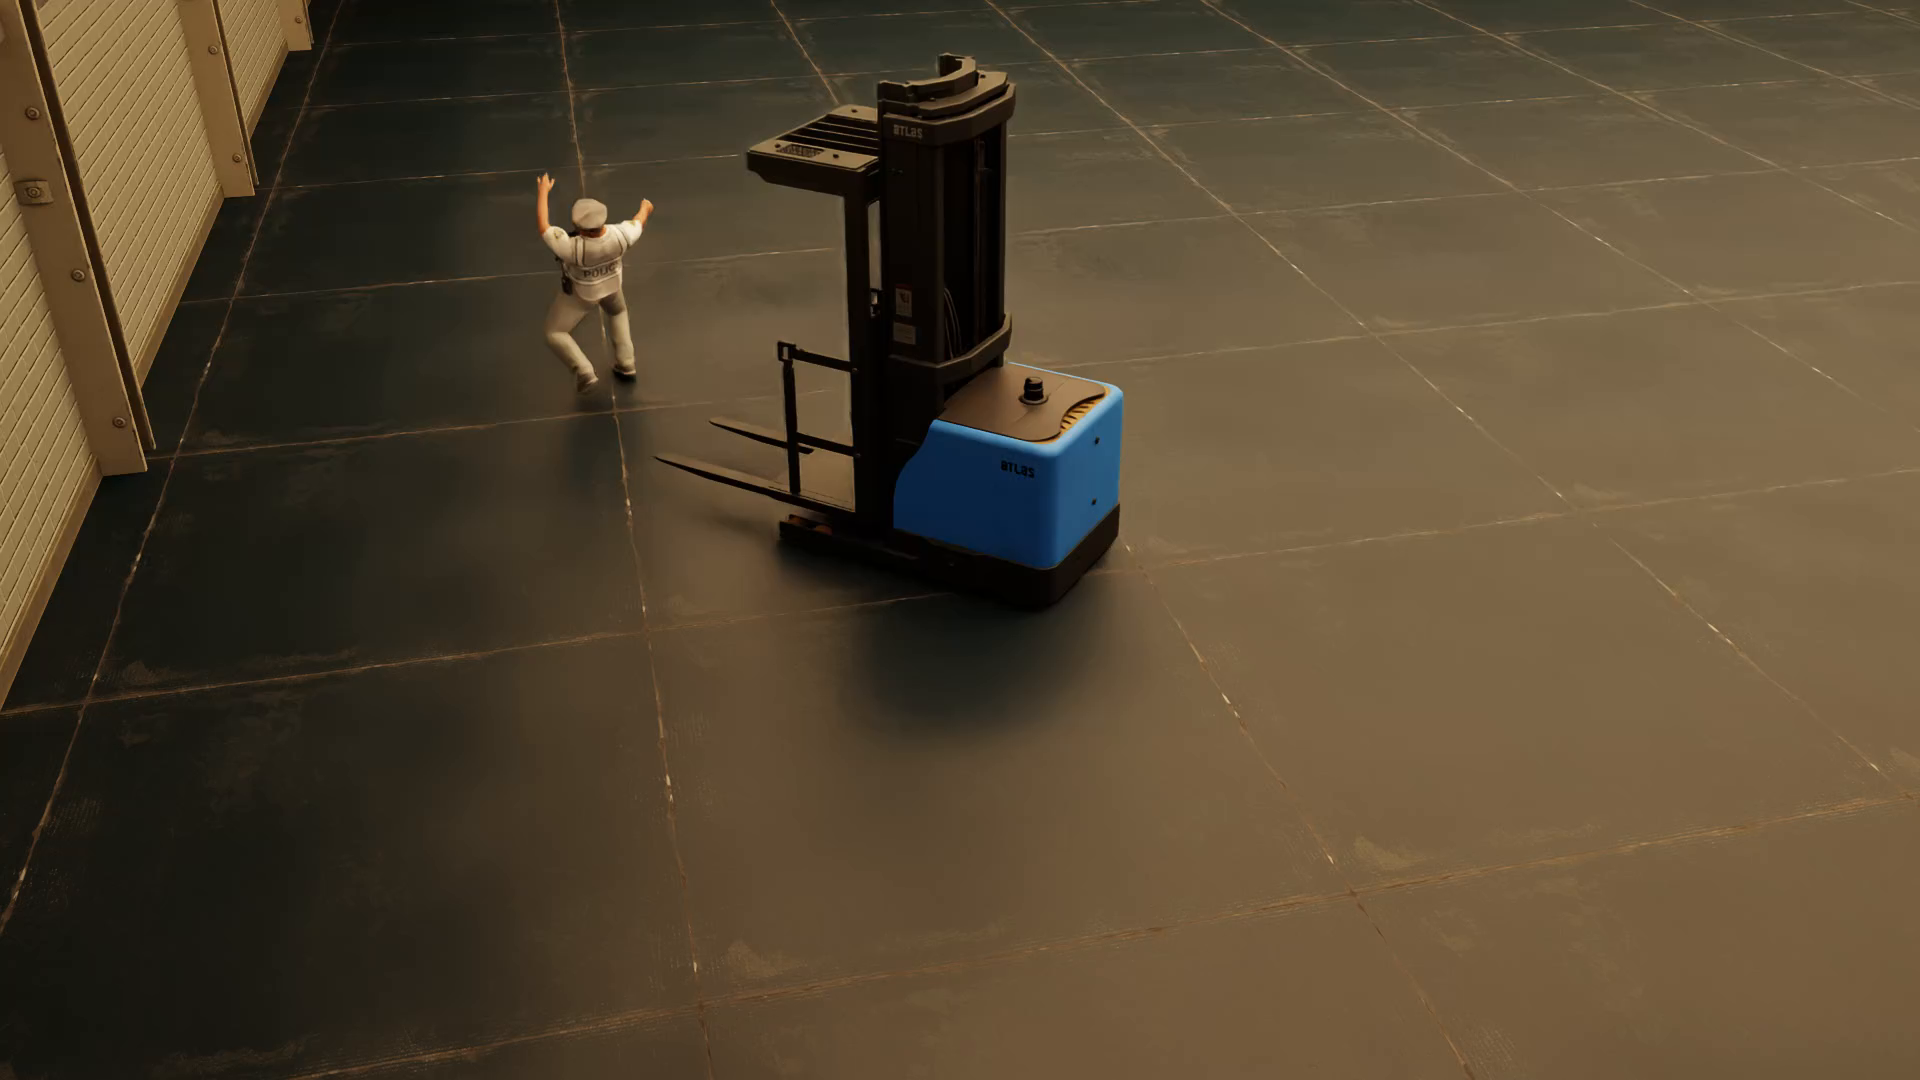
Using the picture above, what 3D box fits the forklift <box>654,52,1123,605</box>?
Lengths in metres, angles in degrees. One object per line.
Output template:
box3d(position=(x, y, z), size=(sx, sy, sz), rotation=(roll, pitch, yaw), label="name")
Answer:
box3d(position=(-0.547, -1.408, 10.007), size=(3.031, 2.935, 1.130), rotation=(16, 34, 25), label="forklift")

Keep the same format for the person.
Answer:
box3d(position=(-2.555, -1.926, 12.257), size=(0.760, 1.557, 1.085), rotation=(23, 37, 34), label="person")
